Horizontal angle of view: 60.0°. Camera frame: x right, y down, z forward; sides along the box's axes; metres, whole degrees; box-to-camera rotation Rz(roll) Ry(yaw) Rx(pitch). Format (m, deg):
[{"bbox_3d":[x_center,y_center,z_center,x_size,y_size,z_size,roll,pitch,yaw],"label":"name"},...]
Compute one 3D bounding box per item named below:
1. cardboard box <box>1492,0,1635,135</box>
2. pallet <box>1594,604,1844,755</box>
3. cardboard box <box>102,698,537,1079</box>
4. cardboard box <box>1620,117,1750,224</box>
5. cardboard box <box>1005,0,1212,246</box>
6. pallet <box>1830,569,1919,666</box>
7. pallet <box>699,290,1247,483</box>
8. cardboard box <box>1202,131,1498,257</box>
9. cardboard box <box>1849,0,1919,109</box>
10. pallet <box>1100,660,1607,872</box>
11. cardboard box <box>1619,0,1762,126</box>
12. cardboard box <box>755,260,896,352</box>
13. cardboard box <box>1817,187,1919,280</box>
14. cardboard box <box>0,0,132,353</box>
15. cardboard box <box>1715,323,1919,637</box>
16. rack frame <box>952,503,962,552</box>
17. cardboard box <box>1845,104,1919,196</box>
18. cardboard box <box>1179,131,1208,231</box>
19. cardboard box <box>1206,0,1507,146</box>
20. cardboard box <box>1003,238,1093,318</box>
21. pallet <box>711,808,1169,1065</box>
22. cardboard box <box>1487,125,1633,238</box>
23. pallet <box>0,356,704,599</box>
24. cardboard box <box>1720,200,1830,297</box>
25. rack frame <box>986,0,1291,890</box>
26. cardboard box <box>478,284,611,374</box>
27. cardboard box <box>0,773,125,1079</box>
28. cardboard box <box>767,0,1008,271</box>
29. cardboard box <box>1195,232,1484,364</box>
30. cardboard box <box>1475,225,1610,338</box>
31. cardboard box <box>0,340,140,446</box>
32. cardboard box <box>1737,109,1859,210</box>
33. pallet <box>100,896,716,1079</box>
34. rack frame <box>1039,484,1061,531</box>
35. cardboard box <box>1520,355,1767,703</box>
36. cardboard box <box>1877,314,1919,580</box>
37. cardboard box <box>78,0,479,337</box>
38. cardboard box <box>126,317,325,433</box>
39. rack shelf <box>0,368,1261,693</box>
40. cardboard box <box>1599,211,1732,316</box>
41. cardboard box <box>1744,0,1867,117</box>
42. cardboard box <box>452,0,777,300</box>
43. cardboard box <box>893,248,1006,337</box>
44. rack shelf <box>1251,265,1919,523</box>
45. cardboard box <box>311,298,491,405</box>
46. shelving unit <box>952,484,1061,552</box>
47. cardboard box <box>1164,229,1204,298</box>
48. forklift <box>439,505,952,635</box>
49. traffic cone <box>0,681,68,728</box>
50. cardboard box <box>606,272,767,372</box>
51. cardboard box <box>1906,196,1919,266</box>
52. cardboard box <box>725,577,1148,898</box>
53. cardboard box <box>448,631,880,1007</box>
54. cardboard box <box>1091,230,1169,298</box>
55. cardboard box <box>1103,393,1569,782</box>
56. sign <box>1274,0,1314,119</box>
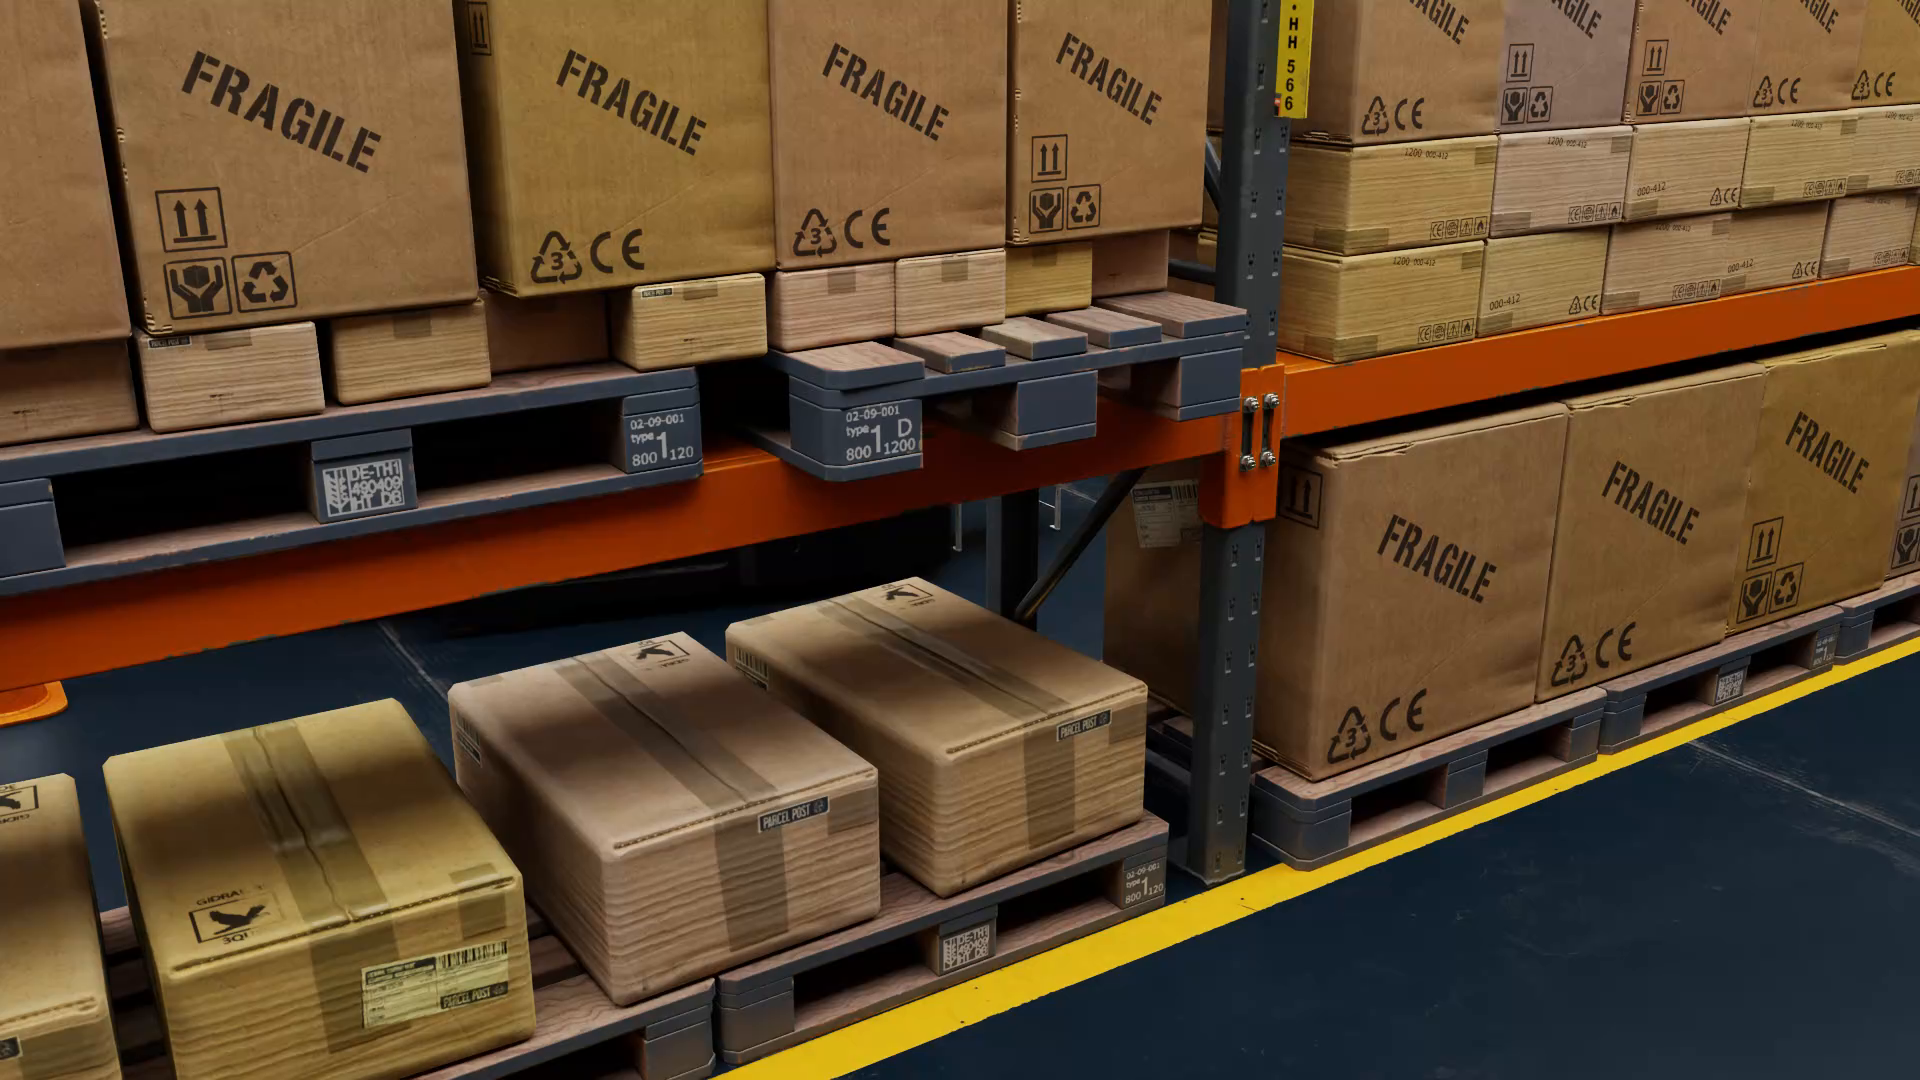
[{"bbox_3d":[1.353,-1.324,4.260,0.500,0.500,0.500,-12,22,-31],"label":"cardboard box"},{"bbox_3d":[2.116,0.297,5.536,1.213,0.211,1.003,-12,22,-31],"label":"pallet"},{"bbox_3d":[-1.328,0.716,3.392,0.625,0.372,0.950,-11,22,-30],"label":"cardboard box"},{"bbox_3d":[1.812,-1.056,4.637,0.500,0.250,0.500,-12,22,-32],"label":"cardboard box"},{"bbox_3d":[0.171,-0.924,3.519,0.500,0.500,0.500,-13,22,-33],"label":"cardboard box"},{"bbox_3d":[3.136,0.081,6.175,1.213,0.211,1.003,-12,22,-31],"label":"pallet"},{"bbox_3d":[-0.138,-0.446,3.681,1.003,0.211,1.213,-12,22,-31],"label":"pallet"},{"bbox_3d":[0.957,-0.880,4.119,0.500,0.250,0.500,-12,22,-32],"label":"cardboard box"},{"bbox_3d":[2.642,-1.594,5.059,0.500,0.500,0.500,-11,22,-30],"label":"cardboard box"},{"bbox_3d":[1.098,0.511,4.904,1.213,0.211,1.003,-12,22,-31],"label":"pallet"},{"bbox_3d":[1.794,-1.411,4.517,0.500,0.500,0.500,-11,22,-30],"label":"cardboard box"},{"bbox_3d":[-0.331,-0.485,3.234,0.250,0.149,0.380,-13,23,-34],"label":"cardboard box"},{"bbox_3d":[2.645,-1.005,5.269,0.500,0.250,0.500,-13,22,-33],"label":"cardboard box"},{"bbox_3d":[-1.555,-0.552,2.417,0.500,0.500,0.500,-12,22,-32],"label":"cardboard box"},{"bbox_3d":[2.515,-0.297,5.600,0.875,0.875,0.875,-11,22,-30],"label":"cardboard box"},{"bbox_3d":[-0.066,-0.555,6.512,0.015,1.200,0.240,-12,22,-31],"label":"rack frame"},{"bbox_3d":[2.662,-1.236,5.171,0.500,0.250,0.500,-11,22,-30],"label":"cardboard box"},{"bbox_3d":[0.663,-1.010,4.504,0.500,0.250,0.500,-12,22,-32],"label":"cardboard box"},{"bbox_3d":[0.945,-1.234,3.994,0.500,0.500,0.500,-13,22,-33],"label":"cardboard box"},{"bbox_3d":[0.070,-0.584,3.525,0.250,0.149,0.380,-12,22,-31],"label":"cardboard box"},{"bbox_3d":[-0.255,0.767,4.147,1.213,0.211,1.003,-12,22,-31],"label":"pallet"},{"bbox_3d":[1.389,-0.971,4.387,0.500,0.250,0.500,-11,22,-30],"label":"cardboard box"},{"bbox_3d":[-1.233,-0.241,3.073,1.213,0.211,1.003,-12,22,-31],"label":"pallet"},{"bbox_3d":[2.216,-0.913,4.996,0.500,0.250,0.500,-12,22,-31],"label":"cardboard box"},{"bbox_3d":[0.398,-0.691,4.106,0.127,3.000,1.000,-12,22,-31],"label":"rack frame"},{"bbox_3d":[-0.832,-0.423,3.048,0.250,0.149,0.380,-12,22,-31],"label":"cardboard box"},{"bbox_3d":[-1.907,0.839,3.028,0.625,0.372,0.950,-10,21,-28],"label":"cardboard box"},{"bbox_3d":[-0.254,-0.830,3.240,0.500,0.500,0.500,-12,22,-32],"label":"cardboard box"},{"bbox_3d":[0.945,-0.639,4.186,0.500,0.250,0.500,-12,22,-32],"label":"cardboard box"},{"bbox_3d":[1.364,-0.734,4.468,0.500,0.250,0.500,-13,22,-33],"label":"cardboard box"},{"bbox_3d":[-1.454,-0.269,2.593,0.250,0.149,0.380,-12,22,-31],"label":"cardboard box"},{"bbox_3d":[2.243,-1.141,4.891,0.500,0.250,0.500,-11,22,-30],"label":"cardboard box"},{"bbox_3d":[-1.273,0.980,3.515,1.213,0.211,1.003,-12,22,-31],"label":"pallet"},{"bbox_3d":[0.342,-0.641,6.766,0.015,1.200,0.240,-12,22,-31],"label":"rack frame"},{"bbox_3d":[1.768,-0.139,5.135,0.875,0.875,0.875,-12,22,-31],"label":"cardboard box"},{"bbox_3d":[3.265,-0.458,6.077,0.875,0.875,0.875,-11,22,-30],"label":"cardboard box"},{"bbox_3d":[-1.132,-0.645,2.693,0.500,0.500,0.500,-13,23,-34],"label":"cardboard box"},{"bbox_3d":[-1.203,-0.302,2.690,0.250,0.149,0.380,-11,22,-29],"label":"cardboard box"},{"bbox_3d":[-1.272,0.002,3.179,4.000,0.370,1.077,-12,22,-31],"label":"rack shelf"},{"bbox_3d":[1.806,-0.825,4.736,0.500,0.250,0.500,-11,22,-30],"label":"cardboard box"},{"bbox_3d":[2.217,-1.499,4.777,0.500,0.500,0.500,-12,22,-31],"label":"cardboard box"},{"bbox_3d":[-0.675,-0.741,2.977,0.500,0.500,0.500,-14,23,-35],"label":"cardboard box"},{"bbox_3d":[-0.116,-0.528,3.359,0.250,0.149,0.380,-12,22,-32],"label":"cardboard box"},{"bbox_3d":[2.068,-0.703,5.263,4.000,0.370,1.077,-12,22,-31],"label":"rack shelf"},{"bbox_3d":[-0.997,-0.357,2.852,0.250,0.149,0.380,-13,22,-33],"label":"cardboard box"},{"bbox_3d":[0.138,-0.598,6.639,0.503,1.200,0.258,-12,22,-31],"label":"shelving unit"},{"bbox_3d":[0.678,-0.779,4.599,0.500,0.250,0.500,-13,23,-33],"label":"cardboard box"},{"bbox_3d":[-1.607,-1.249,5.864,3.031,2.935,1.130,-6,20,-16],"label":"forklift"},{"bbox_3d":[-2.985,0.304,5.124,0.334,0.463,0.336,-12,22,-31],"label":"traffic cone"},{"bbox_3d":[-0.553,-0.433,3.079,0.250,0.149,0.380,-11,22,-30],"label":"cardboard box"},{"bbox_3d":[3.077,-1.089,5.517,0.500,0.250,0.500,-12,22,-32],"label":"cardboard box"},{"bbox_3d":[-0.079,0.451,4.173,0.625,0.372,0.950,-14,23,-35],"label":"cardboard box"},{"bbox_3d":[-0.691,0.584,3.783,0.625,0.372,0.950,-12,22,-32],"label":"cardboard box"},{"bbox_3d":[0.254,-0.651,3.722,0.250,0.149,0.380,-11,22,-29],"label":"cardboard box"},{"bbox_3d":[1.021,0.017,4.673,0.875,0.875,0.875,-12,22,-32],"label":"cardboard box"},{"bbox_3d":[0.704,-1.059,3.509,0.005,0.325,0.100,-12,22,-31],"label":"sign"}]
